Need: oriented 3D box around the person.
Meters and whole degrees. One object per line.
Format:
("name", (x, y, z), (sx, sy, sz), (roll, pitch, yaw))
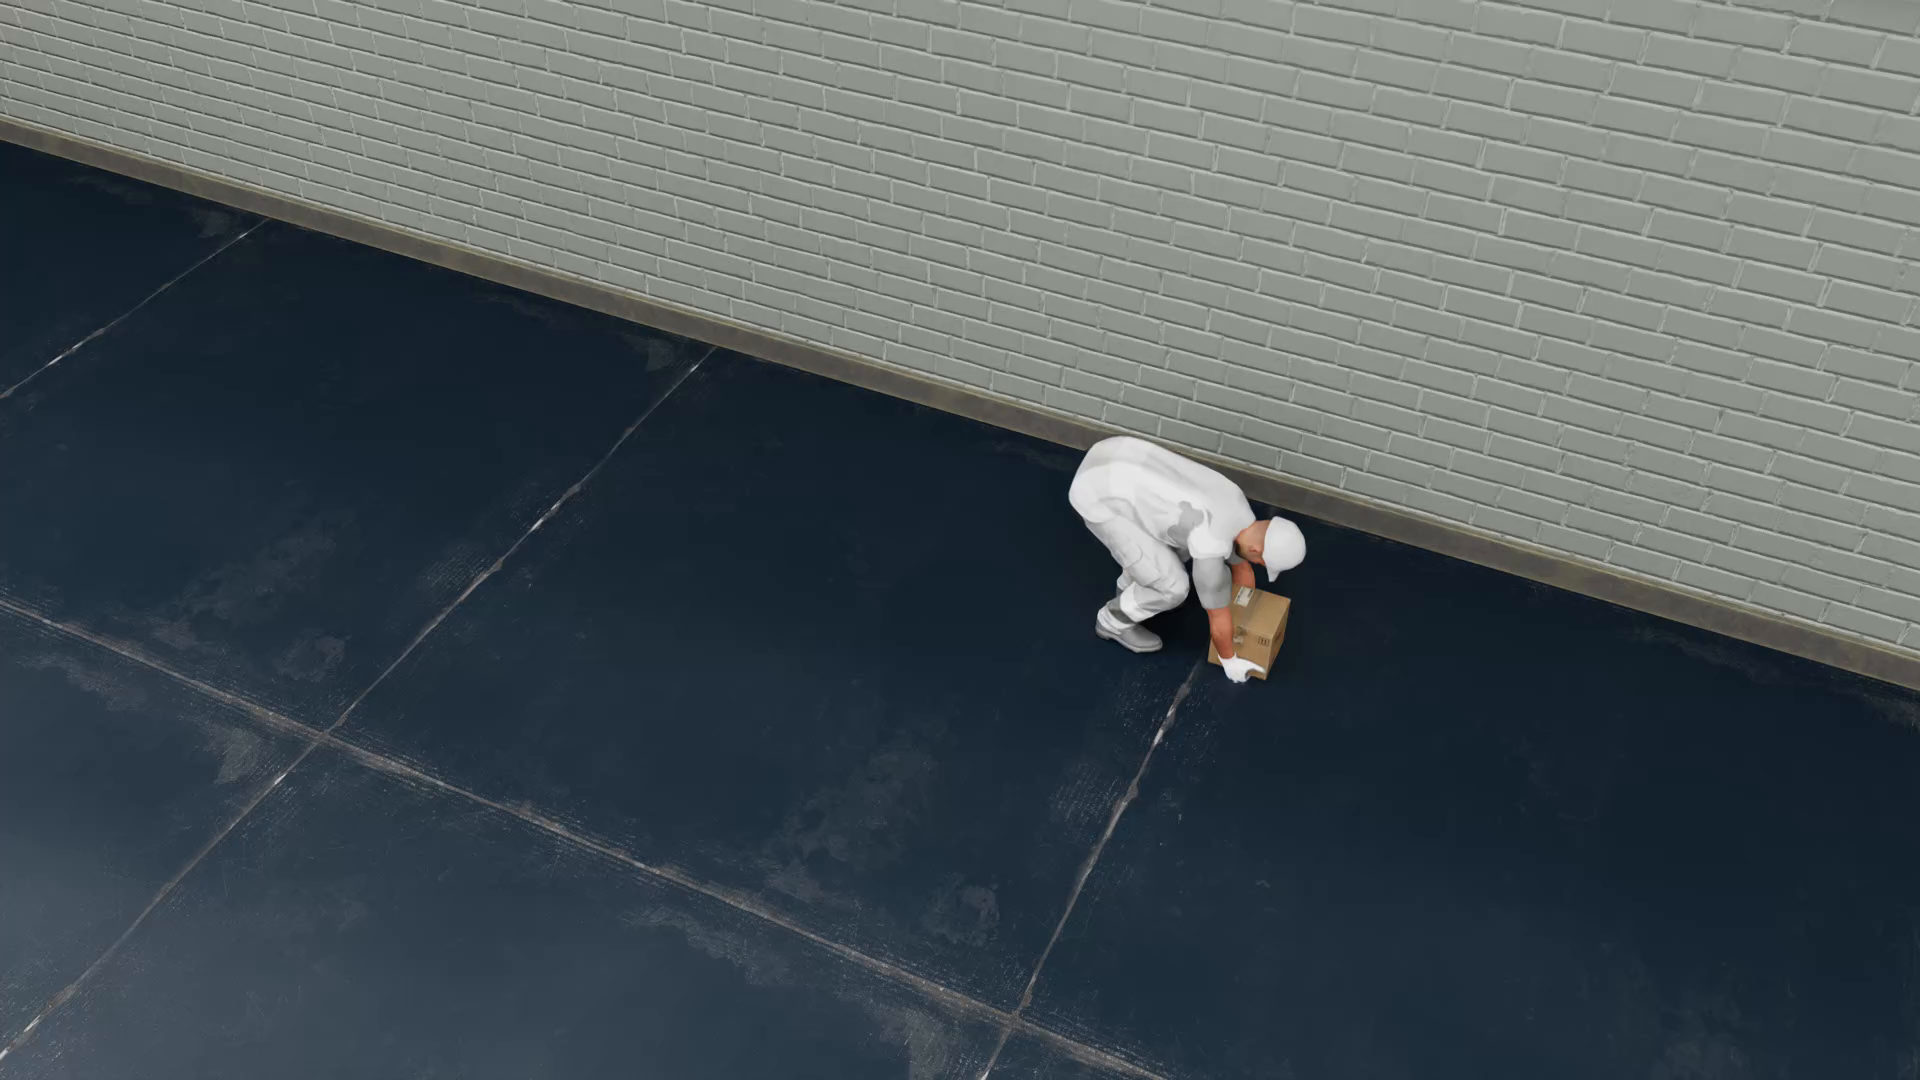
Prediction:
("person", (0.912, 0.053, 6.761), (0.956, 0.915, 0.535), (15, 44, 17))
